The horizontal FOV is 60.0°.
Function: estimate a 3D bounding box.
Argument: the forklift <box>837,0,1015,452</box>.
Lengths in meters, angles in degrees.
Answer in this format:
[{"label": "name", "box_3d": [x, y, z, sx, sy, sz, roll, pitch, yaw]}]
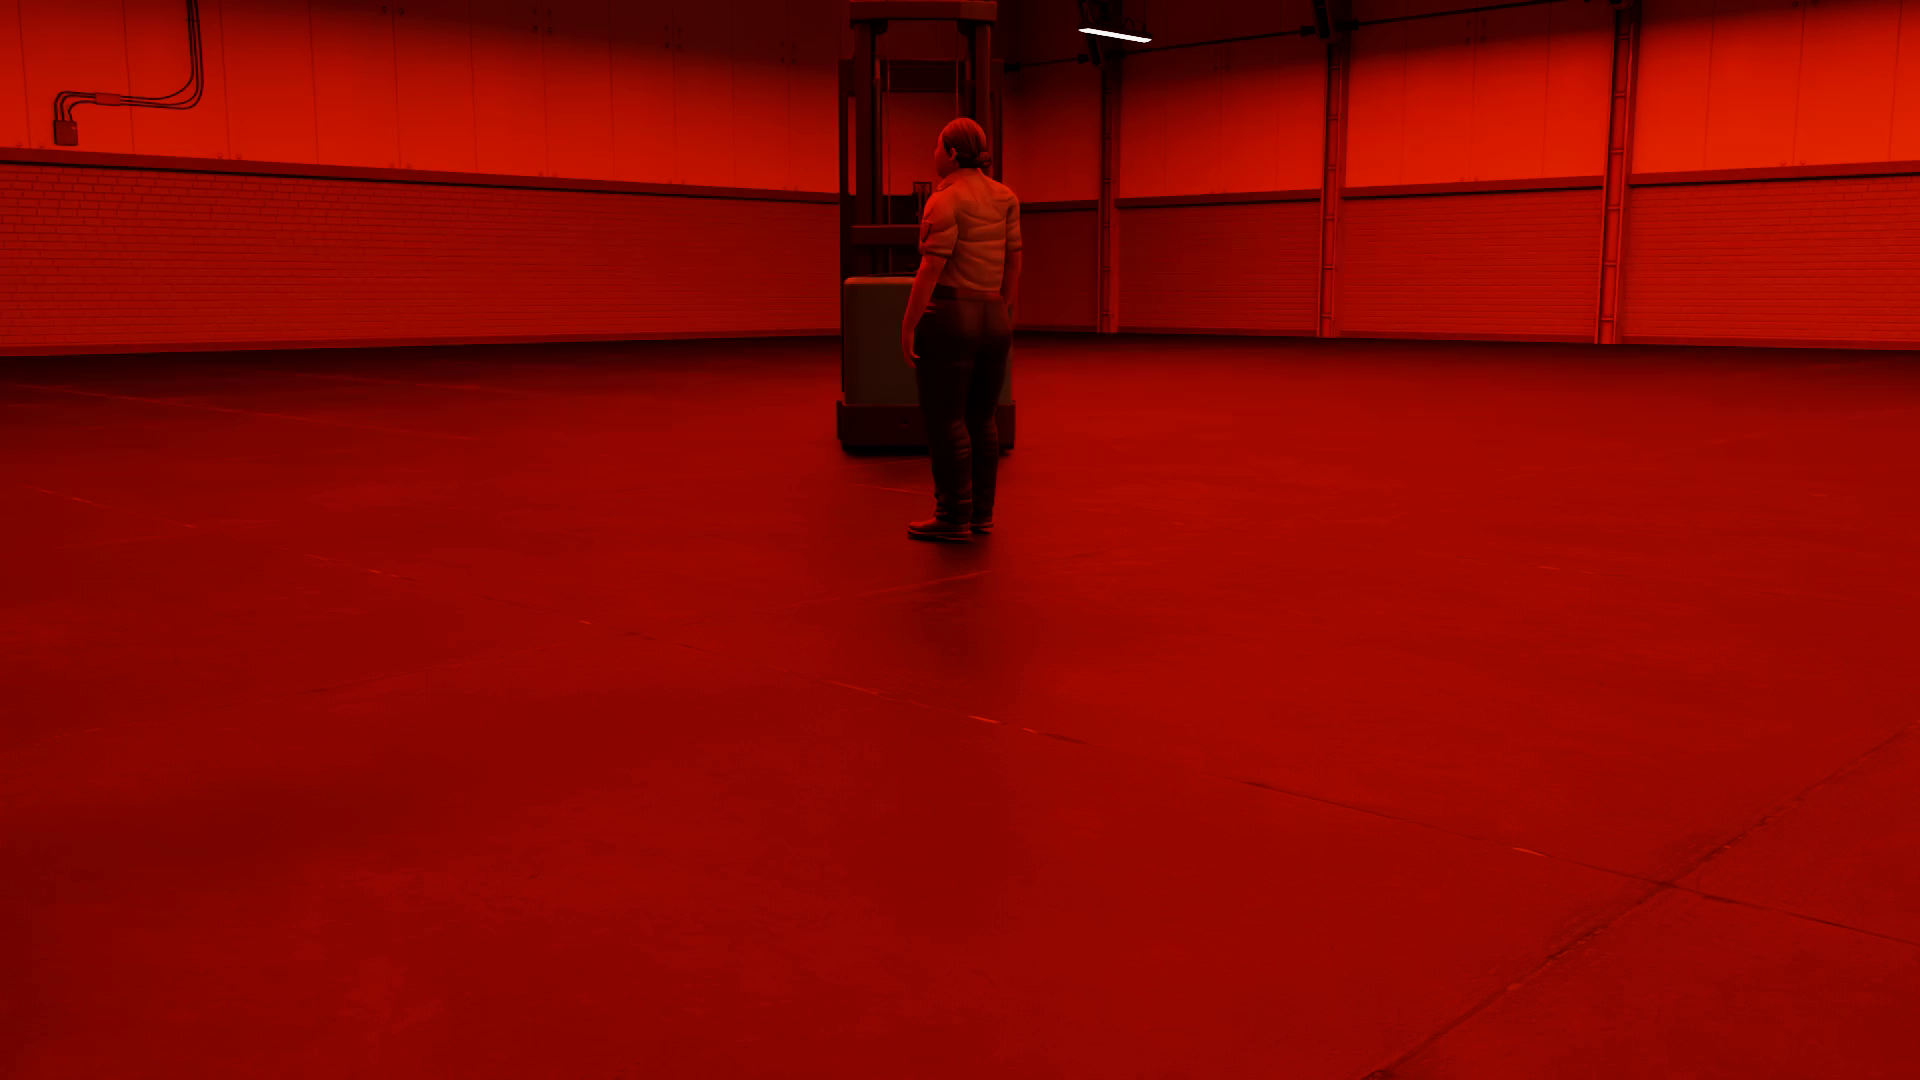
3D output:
[{"label": "forklift", "box_3d": [-0.275, -2.176, 11.326, 1.130, 2.935, 3.031, -1, 9, -4]}]

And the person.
[{"label": "person", "box_3d": [-0.049, -0.830, 6.673, 0.502, 1.643, 0.598, 8, 12, 43]}]
